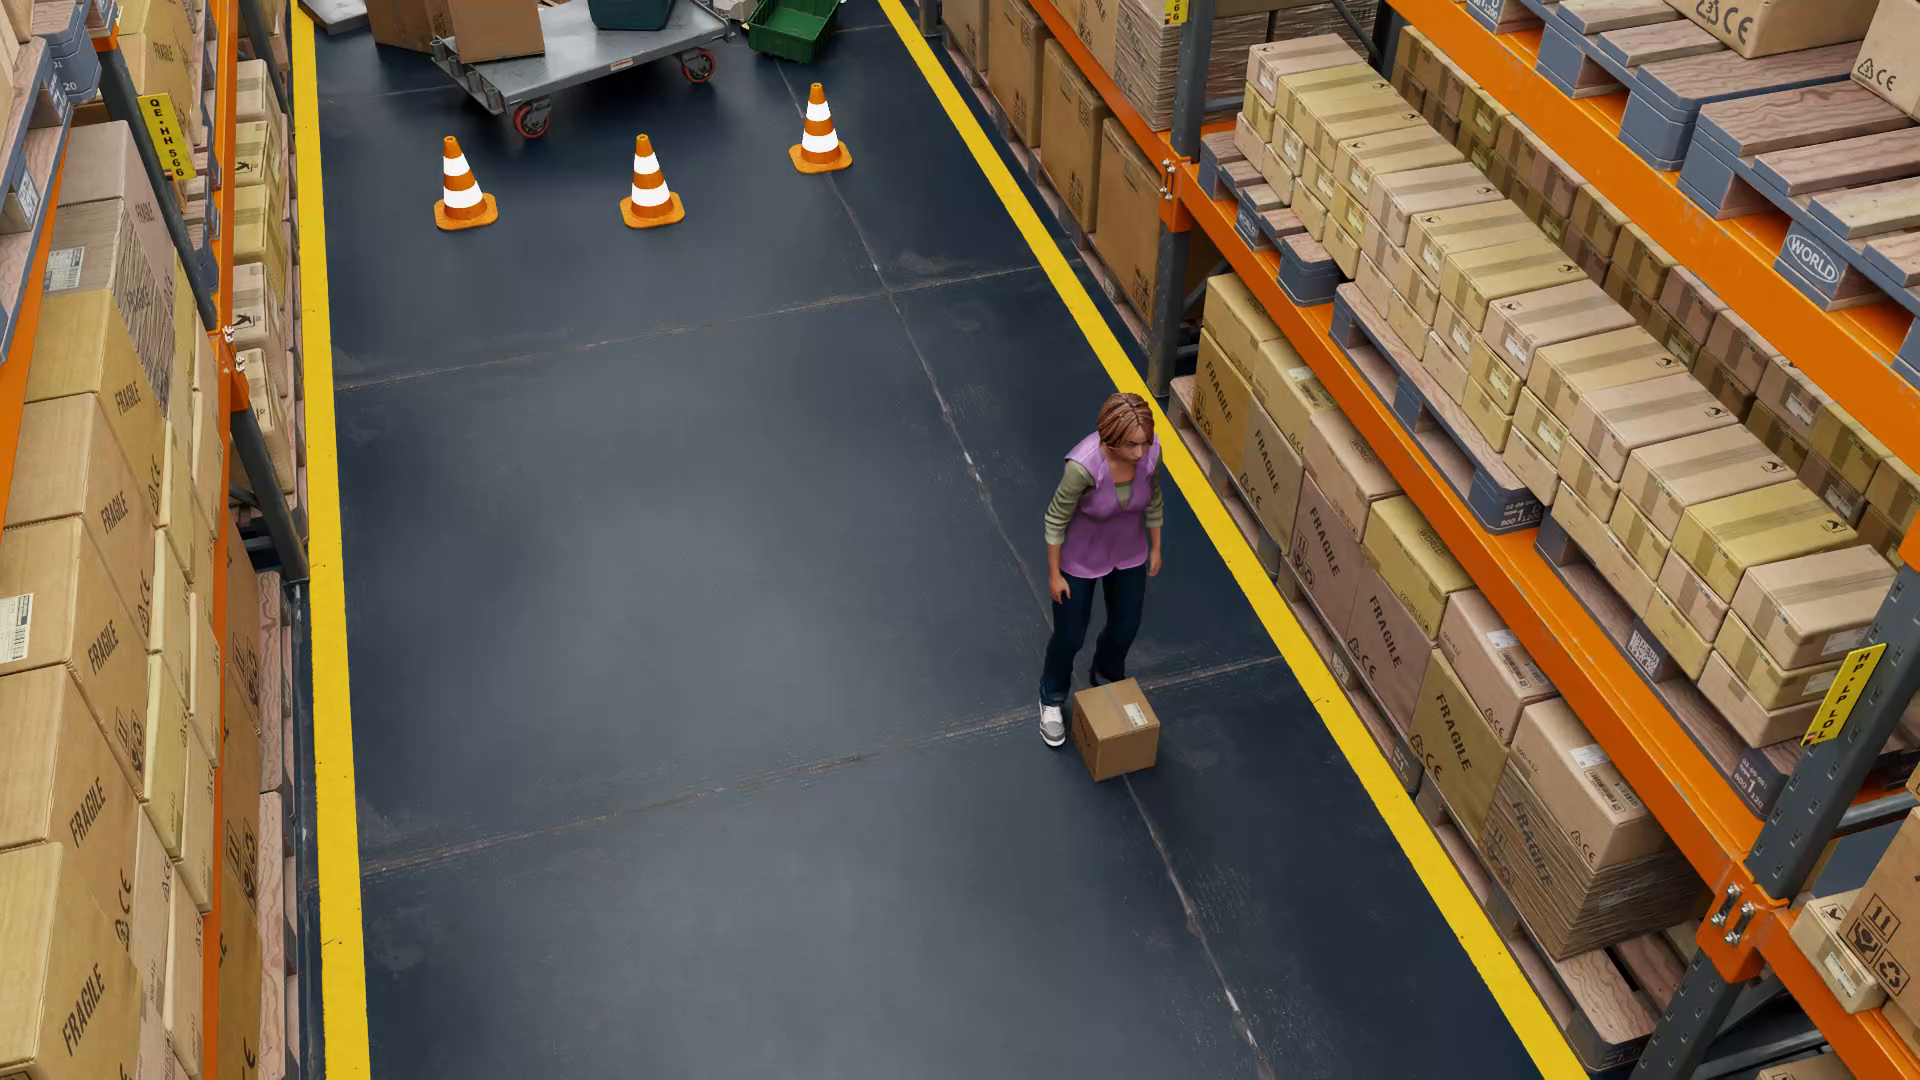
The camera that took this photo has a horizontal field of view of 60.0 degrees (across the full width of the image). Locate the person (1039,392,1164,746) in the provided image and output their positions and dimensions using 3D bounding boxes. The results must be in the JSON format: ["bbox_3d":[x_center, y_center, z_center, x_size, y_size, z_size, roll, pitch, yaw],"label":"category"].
[{"bbox_3d":[0.523,0.091,6.070,0.484,1.593,0.375,-14,45,-15],"label":"person"}]
